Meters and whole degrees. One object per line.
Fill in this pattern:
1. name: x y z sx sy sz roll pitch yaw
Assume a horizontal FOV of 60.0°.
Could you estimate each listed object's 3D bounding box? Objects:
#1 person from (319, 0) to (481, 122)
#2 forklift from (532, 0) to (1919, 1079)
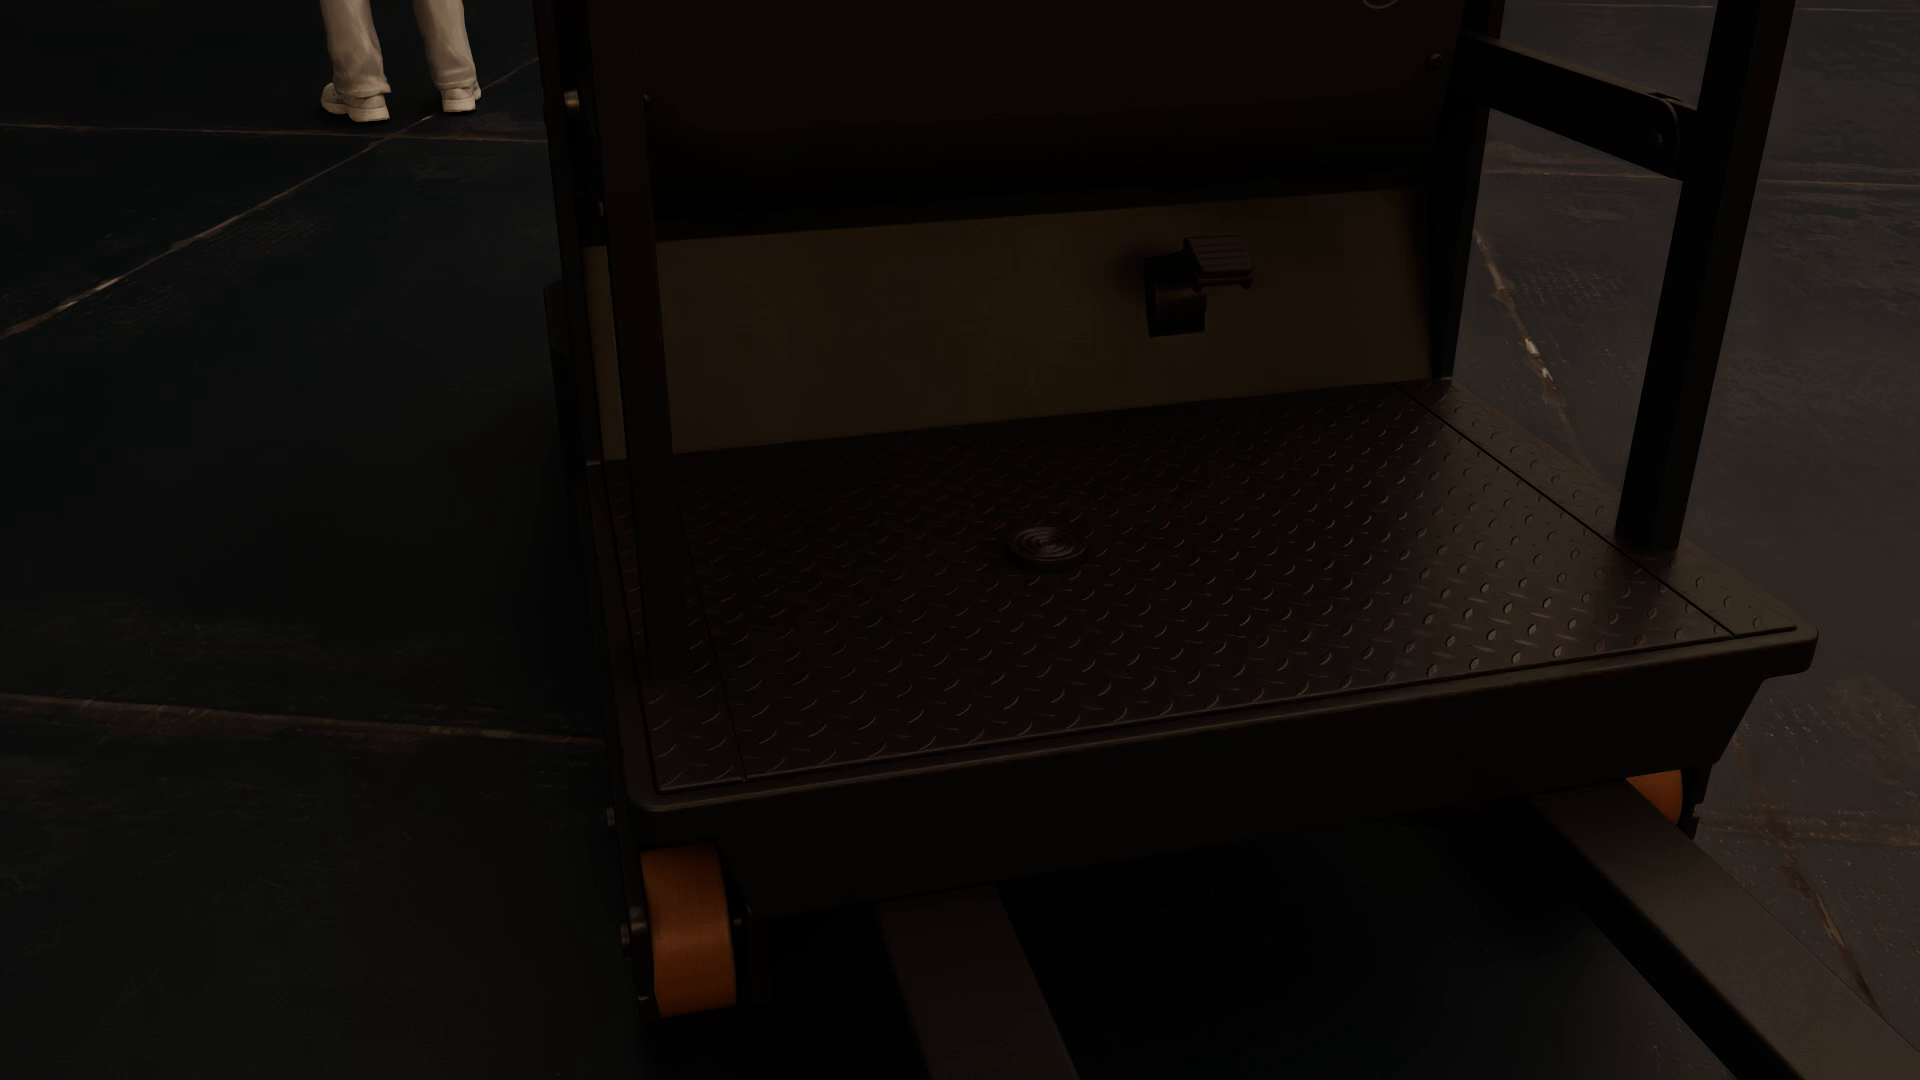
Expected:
1. person: -1.760 -2.126 4.774 0.656 1.775 0.413 -15 30 -28
2. forklift: 0.153 -1.049 1.319 1.130 2.935 3.031 -7 27 -13
